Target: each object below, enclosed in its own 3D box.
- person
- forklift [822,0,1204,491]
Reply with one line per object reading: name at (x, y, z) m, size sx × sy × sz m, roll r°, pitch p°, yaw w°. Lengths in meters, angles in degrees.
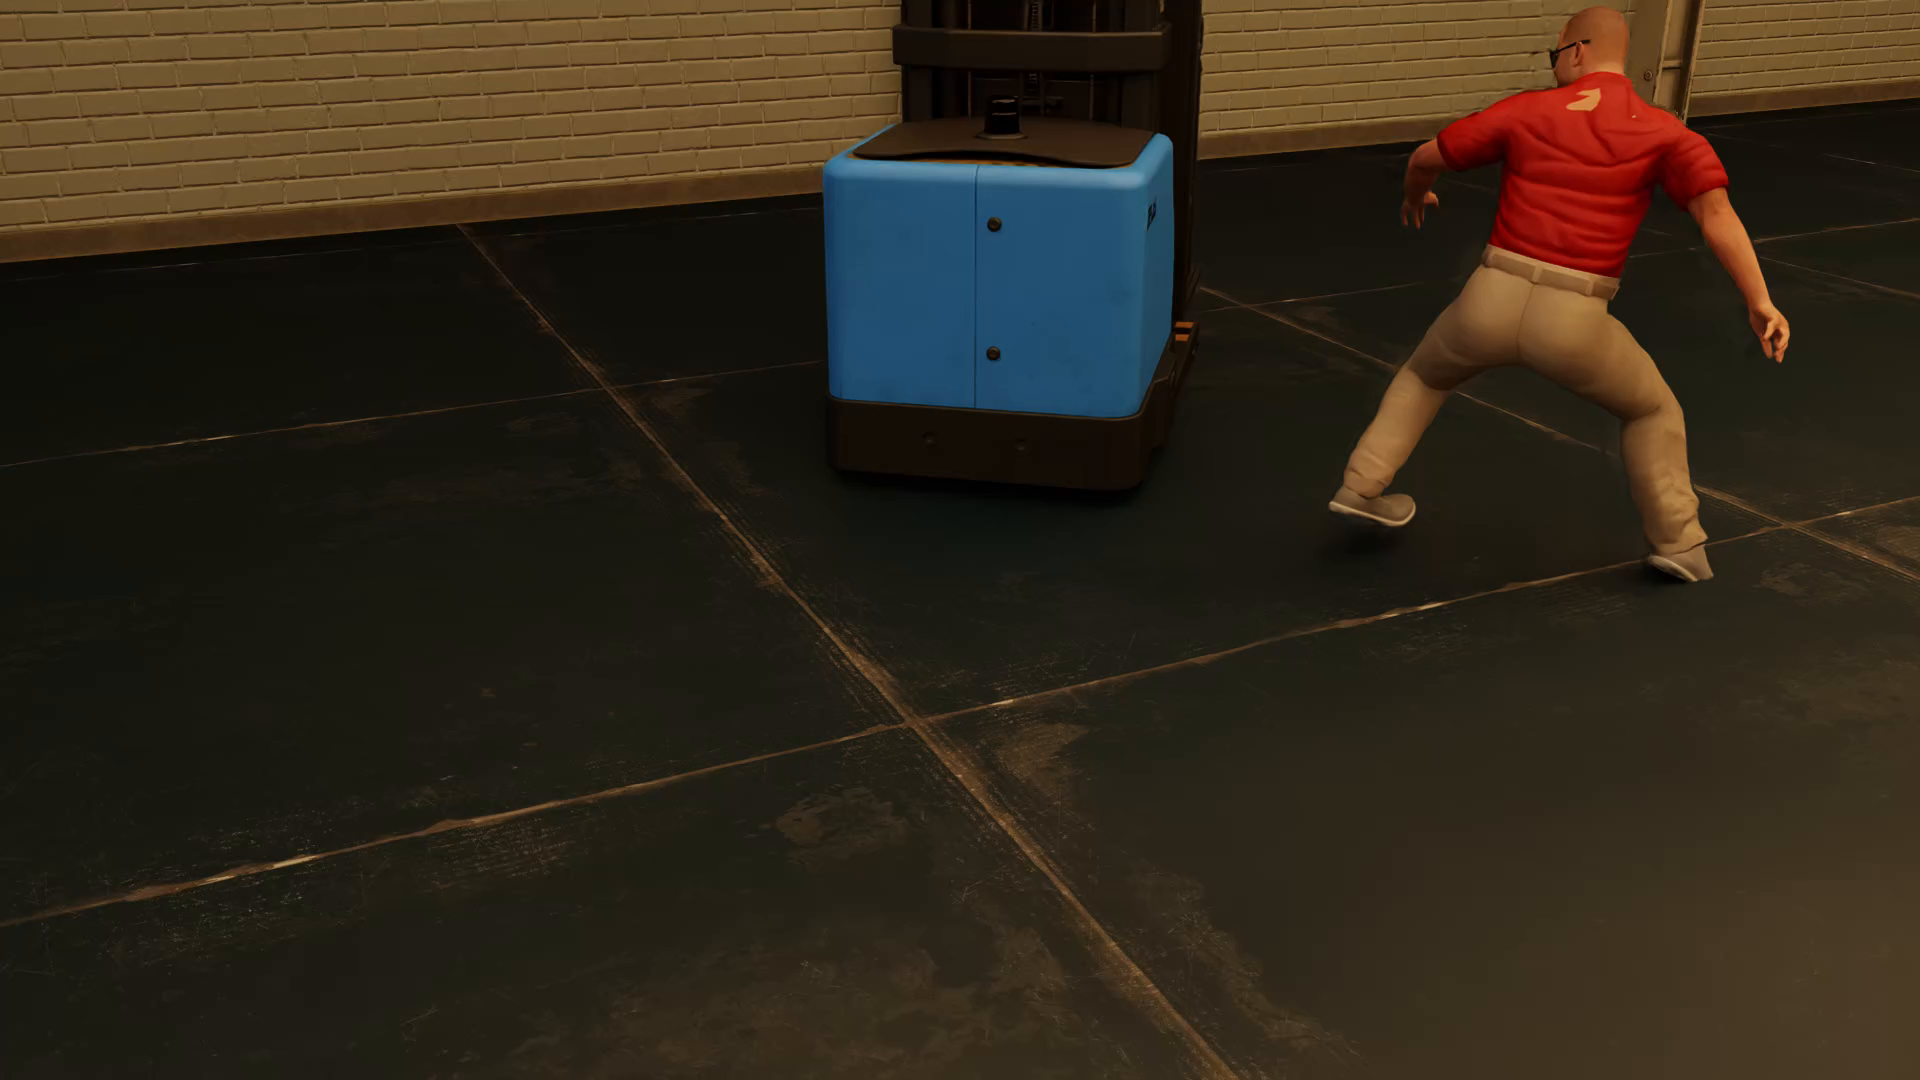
person at (1.716, -0.610, 4.680) m, size 1.151 × 1.685 × 0.552 m, roll 13°, pitch 26°, yaw 29°
forklift at (0.379, -2.045, 6.208) m, size 1.130 × 2.935 × 3.031 m, roll 5°, pitch 23°, yaw 12°
